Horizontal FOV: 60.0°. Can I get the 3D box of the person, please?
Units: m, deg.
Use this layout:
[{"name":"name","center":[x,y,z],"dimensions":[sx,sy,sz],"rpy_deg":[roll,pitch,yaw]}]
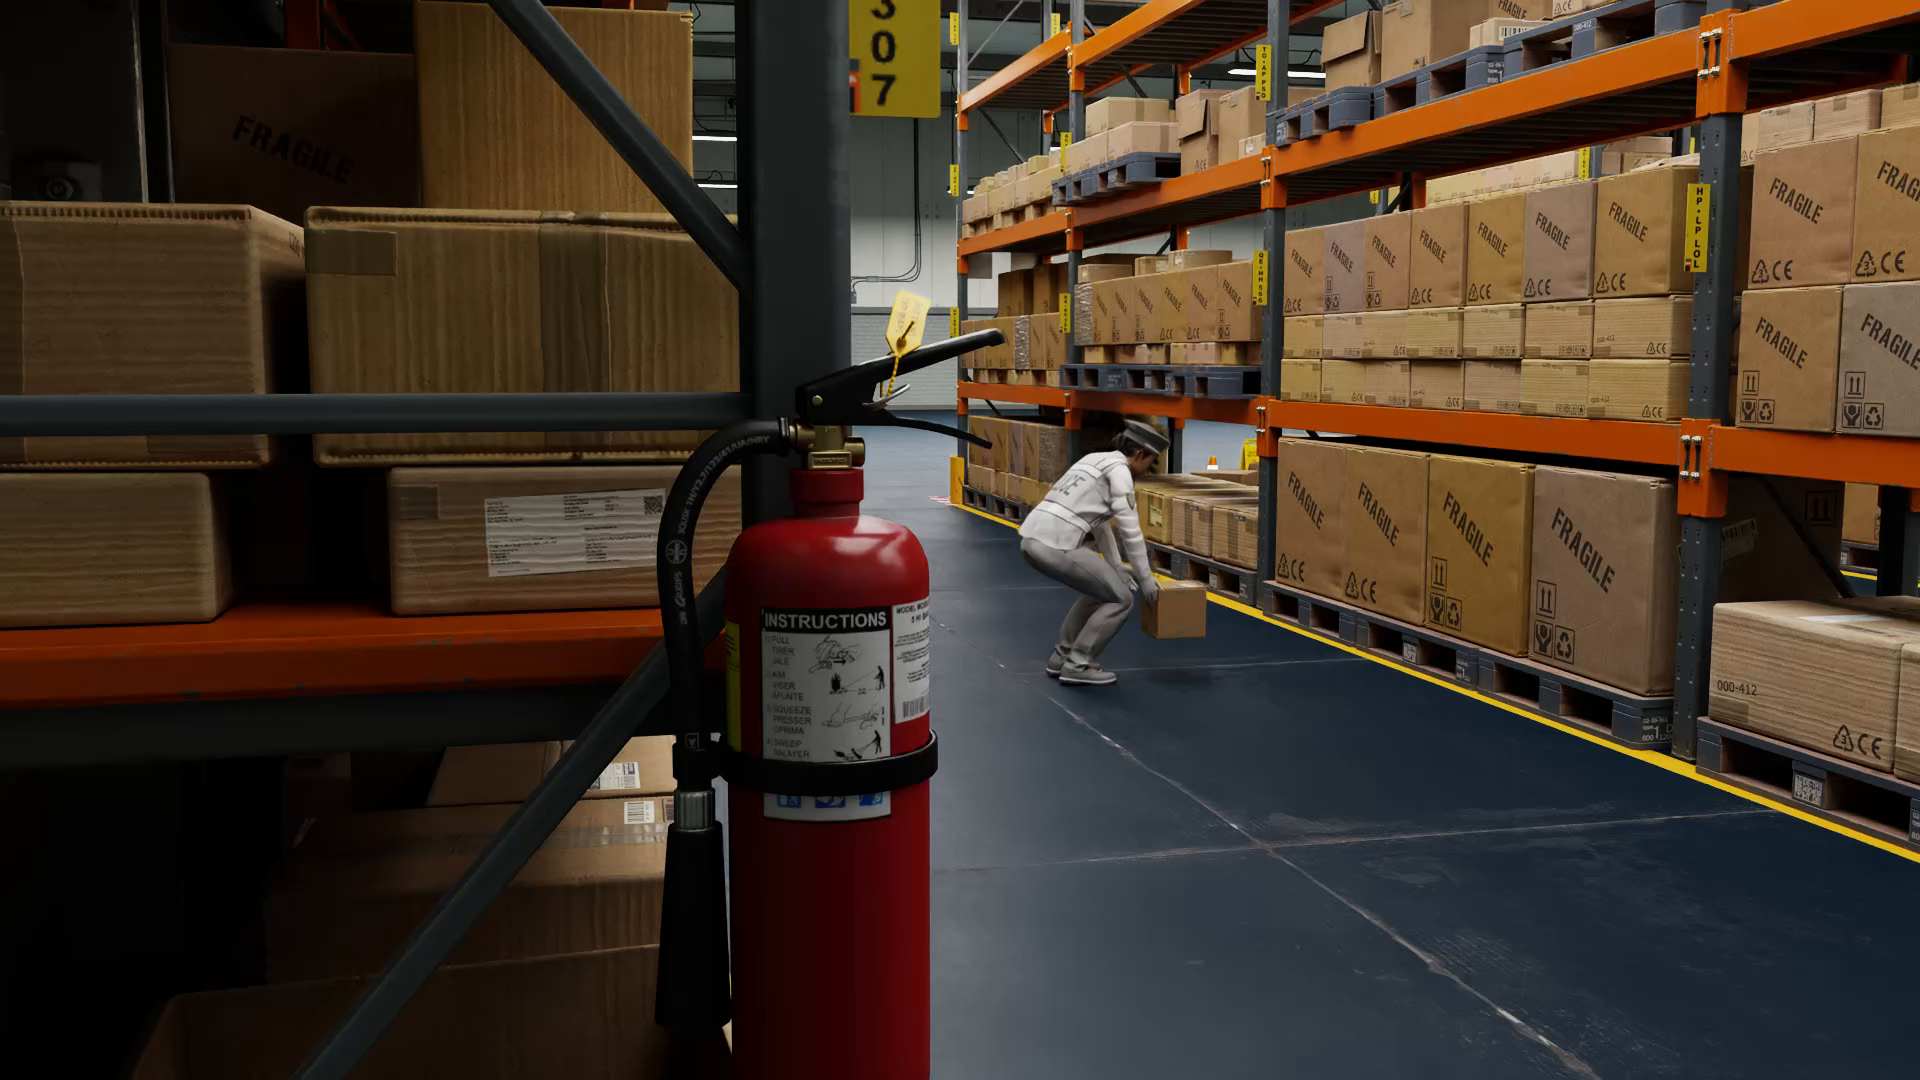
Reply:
[{"name":"person","center":[0.657,0.049,8.093],"dimensions":[0.761,1.267,0.532],"rpy_deg":[-1,6,-13]}]
